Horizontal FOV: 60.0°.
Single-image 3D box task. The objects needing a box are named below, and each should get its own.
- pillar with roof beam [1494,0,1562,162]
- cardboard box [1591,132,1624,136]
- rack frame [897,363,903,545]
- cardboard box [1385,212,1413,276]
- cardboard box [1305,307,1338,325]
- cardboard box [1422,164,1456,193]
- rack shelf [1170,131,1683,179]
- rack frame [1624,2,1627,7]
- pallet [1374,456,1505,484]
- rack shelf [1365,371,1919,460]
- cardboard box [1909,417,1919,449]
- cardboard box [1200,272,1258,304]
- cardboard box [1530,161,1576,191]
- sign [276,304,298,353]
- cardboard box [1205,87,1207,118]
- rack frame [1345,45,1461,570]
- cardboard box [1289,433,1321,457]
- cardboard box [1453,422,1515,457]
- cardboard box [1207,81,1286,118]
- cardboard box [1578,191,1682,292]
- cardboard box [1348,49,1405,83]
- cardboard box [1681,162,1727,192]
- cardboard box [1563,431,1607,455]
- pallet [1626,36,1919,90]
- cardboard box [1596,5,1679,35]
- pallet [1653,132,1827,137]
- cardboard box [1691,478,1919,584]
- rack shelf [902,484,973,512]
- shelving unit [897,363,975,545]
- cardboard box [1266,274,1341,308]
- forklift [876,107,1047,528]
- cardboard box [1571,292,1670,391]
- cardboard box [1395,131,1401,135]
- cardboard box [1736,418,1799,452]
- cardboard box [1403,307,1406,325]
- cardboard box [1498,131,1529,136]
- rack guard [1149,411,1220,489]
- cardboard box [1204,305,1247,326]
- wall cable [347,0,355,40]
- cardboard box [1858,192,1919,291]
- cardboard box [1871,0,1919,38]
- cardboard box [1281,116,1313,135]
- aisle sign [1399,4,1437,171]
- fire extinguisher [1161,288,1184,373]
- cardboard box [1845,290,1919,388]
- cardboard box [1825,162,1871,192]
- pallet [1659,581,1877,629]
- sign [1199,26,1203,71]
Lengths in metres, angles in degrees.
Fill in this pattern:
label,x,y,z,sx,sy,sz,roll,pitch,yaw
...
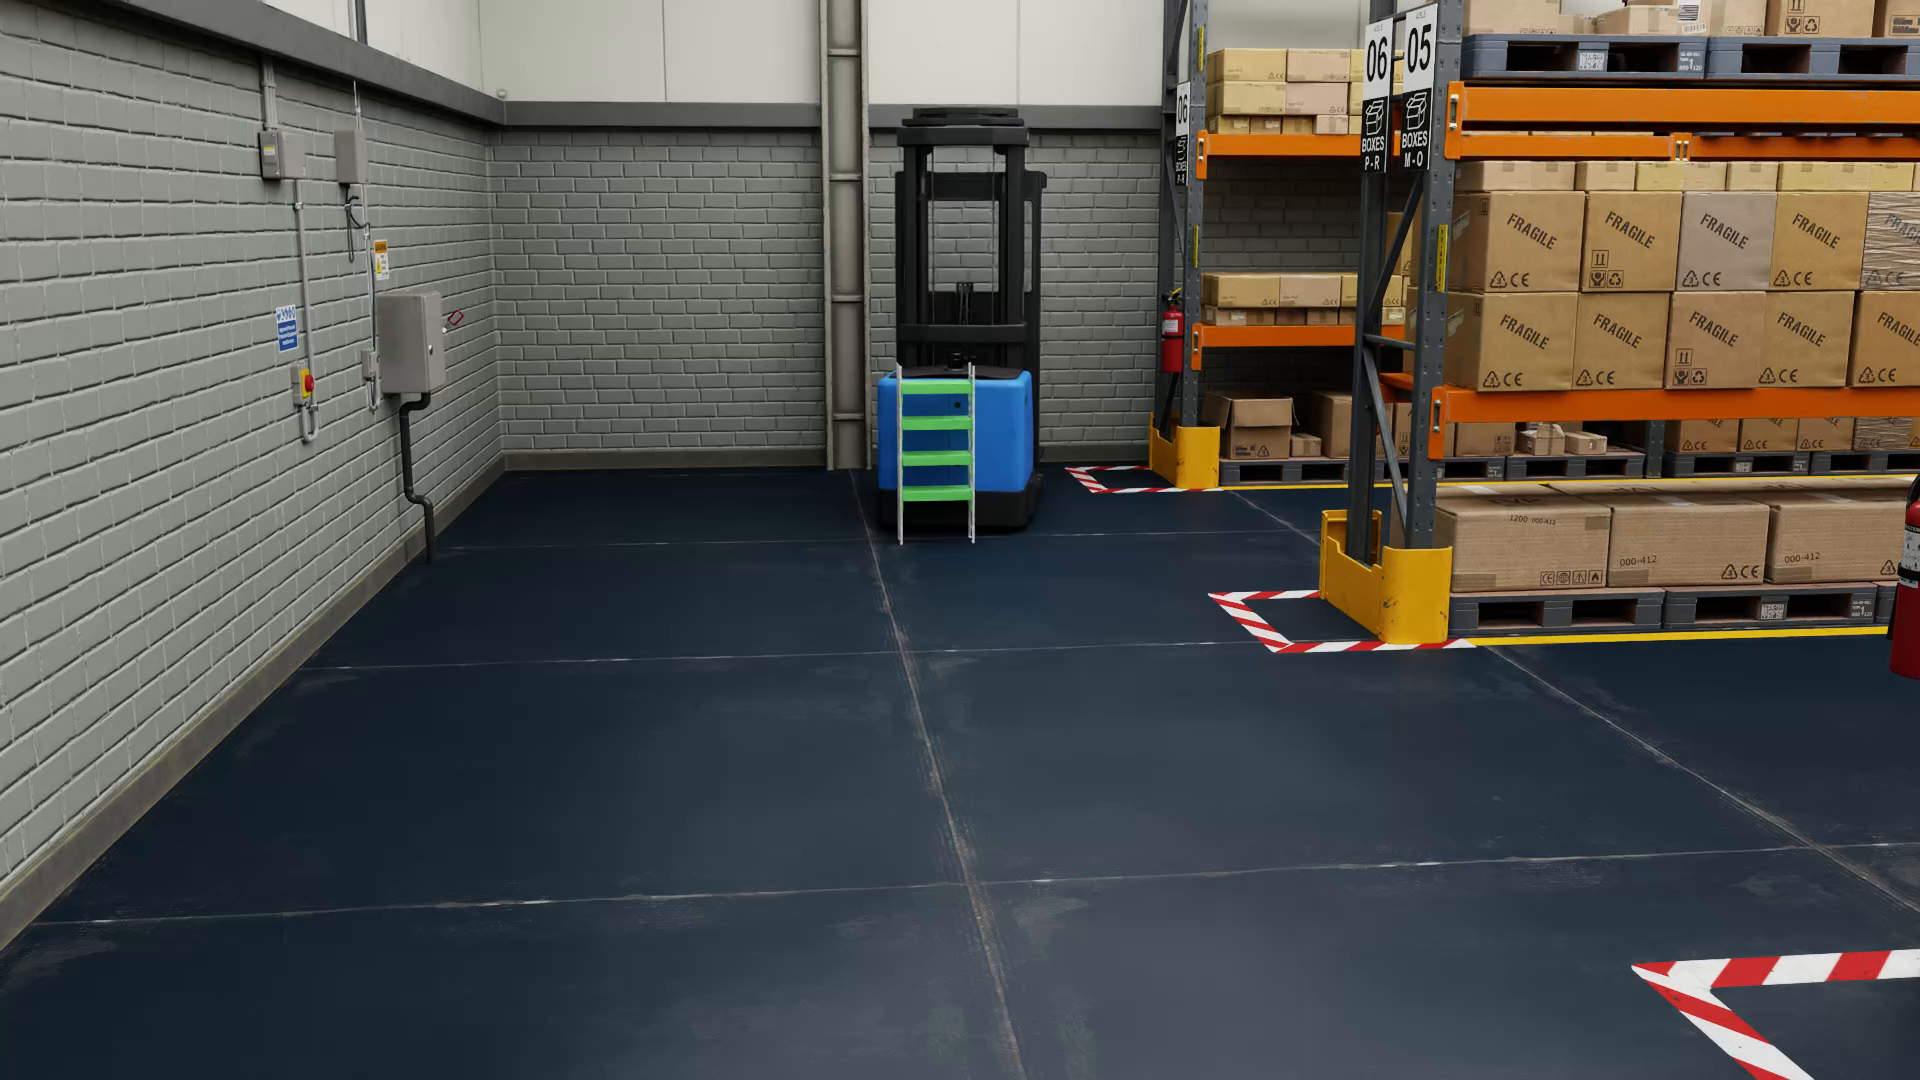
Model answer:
label,x,y,z,sx,sy,sz,roll,pitch,yaw
pillar with roof beam,5.453,-4.356,10.195,0.400,9.000,9.100,-1,11,-6
cardboard box,5.208,-3.359,13.554,0.250,0.149,0.380,-1,11,-6
rack frame,-0.407,-0.580,11.209,0.015,1.200,0.240,-1,11,-6
cardboard box,3.772,-2.425,13.602,0.500,0.500,0.500,-1,11,-5
cardboard box,2.920,-1.847,13.637,0.250,0.149,0.380,-1,11,-4
cardboard box,2.676,-1.948,8.967,0.250,0.149,0.380,-1,11,-5
rack shelf,3.789,-3.156,13.736,4.000,0.370,1.077,-1,11,-6
rack frame,5.777,-5.023,13.589,0.127,3.000,1.000,-1,11,-6
pallet,3.879,-0.671,14.233,1.213,0.211,1.003,-1,11,-6
rack shelf,4.329,-0.733,9.184,4.000,0.370,1.077,-1,11,-6
cardboard box,8.338,-1.072,14.437,0.500,0.500,0.500,-1,11,-4
cardboard box,2.229,-2.129,14.038,0.500,0.250,0.500,-1,11,-4
cardboard box,2.976,-1.875,8.599,0.250,0.149,0.380,-1,11,-5
sign,-3.318,-1.044,8.203,0.001,0.218,0.327,-1,11,-6
cardboard box,2.213,-3.602,13.753,0.500,0.250,0.500,-1,11,-7
rack frame,2.340,-1.044,8.903,0.127,3.000,1.000,-1,11,-6
cardboard box,2.846,-0.799,13.958,0.250,0.149,0.380,-2,11,-8
cardboard box,4.305,-1.002,14.080,0.500,0.500,0.700,-2,11,-8
cardboard box,2.271,-3.497,13.221,0.500,0.250,0.500,-1,11,-7
cardboard box,3.361,-1.551,8.631,0.500,0.500,0.500,-2,11,-8
cardboard box,3.274,-3.767,13.297,0.500,0.250,0.500,-1,11,-7
cardboard box,3.762,-1.883,8.639,0.250,0.149,0.380,-1,11,-6
cardboard box,5.255,-0.818,14.057,0.250,0.149,0.380,-2,11,-8
pallet,4.292,-2.516,8.843,1.213,0.211,1.003,-1,11,-6
cardboard box,3.447,-2.626,8.478,0.250,0.149,0.380,-1,11,-4
pallet,6.433,-3.459,13.898,1.003,0.211,1.213,-1,11,-6
cardboard box,4.791,-0.065,9.476,0.875,0.438,0.875,-2,11,-8
rack shelf,-0.165,-0.287,11.293,0.480,0.148,0.258,-1,11,-6
shelving unit,-0.165,-0.585,11.235,0.503,1.200,0.258,-1,11,-6
cardboard box,2.782,-2.037,13.569,0.500,0.250,0.500,-1,11,-5
forklift,0.088,-1.762,12.733,1.130,2.935,3.031,1,11,6
cardboard box,3.348,-1.064,8.745,0.500,0.500,0.500,-1,11,-7
cardboard box,3.415,-3.328,13.397,0.250,0.149,0.380,-1,11,-7
cardboard box,6.811,-1.039,14.267,0.500,0.500,0.500,-1,11,-7
cardboard box,3.703,-1.854,13.672,0.250,0.149,0.380,-1,11,-5
cardboard box,4.426,-3.351,13.513,0.250,0.149,0.380,-1,11,-4
rack guard,1.876,-0.771,13.993,0.348,0.500,1.175,-1,11,-6
cardboard box,2.157,-1.827,13.536,0.250,0.149,0.380,-1,11,-7
wall cable,-3.363,-3.959,8.180,0.029,3.000,2.355,-1,11,-6
cardboard box,4.867,-1.583,8.792,0.500,0.500,0.500,-1,11,-5
cardboard box,4.980,-2.871,8.803,0.637,0.503,0.797,0,11,-2
cardboard box,2.657,-3.319,13.350,0.250,0.149,0.380,-1,11,-6
aisle sign,2.300,-2.263,8.361,0.004,0.787,0.394,-1,11,-6
fire extinguisher,1.704,-1.683,13.321,0.183,0.674,0.296,-1,11,-6
cardboard box,4.874,-1.093,8.891,0.500,0.500,0.500,-1,11,-7
cardboard box,4.525,-1.895,8.700,0.250,0.149,0.380,-1,11,-6
pallet,4.337,0.268,9.459,1.213,0.211,1.003,-1,11,-6
sign,1.859,-3.793,12.841,0.005,0.325,0.100,-1,11,-6
